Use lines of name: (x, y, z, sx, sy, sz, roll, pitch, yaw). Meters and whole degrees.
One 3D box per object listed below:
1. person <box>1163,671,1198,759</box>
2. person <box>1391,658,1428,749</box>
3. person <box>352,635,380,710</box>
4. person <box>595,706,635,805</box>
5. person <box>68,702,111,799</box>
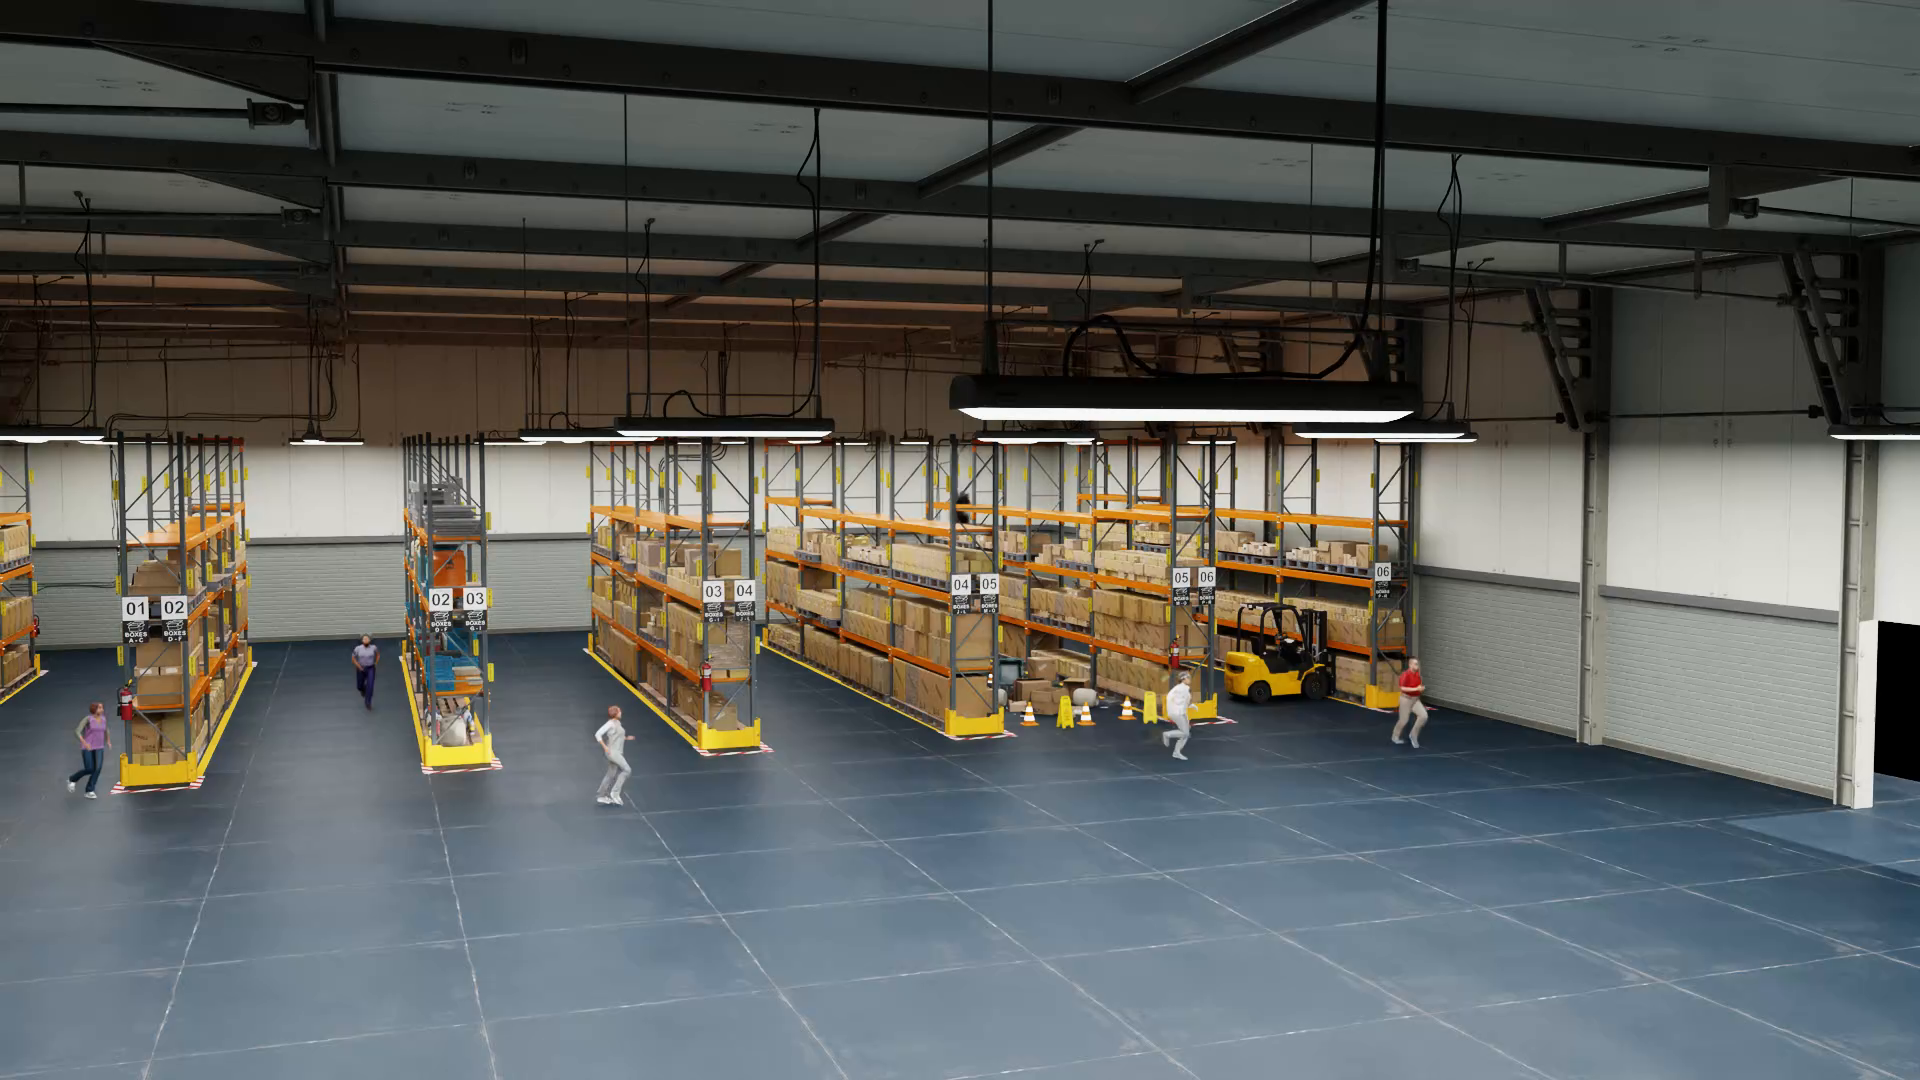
person: (4.060, 3.220, 30.647, 0.641, 1.650, 0.653, 2, 4, 30)
person: (8.587, 3.114, 31.728, 0.691, 1.742, 0.844, -2, 4, -35)
person: (-13.122, 2.906, 36.733, 0.586, 1.640, 0.997, -1, 3, -15)
person: (-5.516, 3.442, 26.605, 0.638, 1.593, 0.516, 0, 3, -3)
person: (-14.275, 3.434, 27.366, 0.617, 1.547, 0.600, 2, 4, 27)
